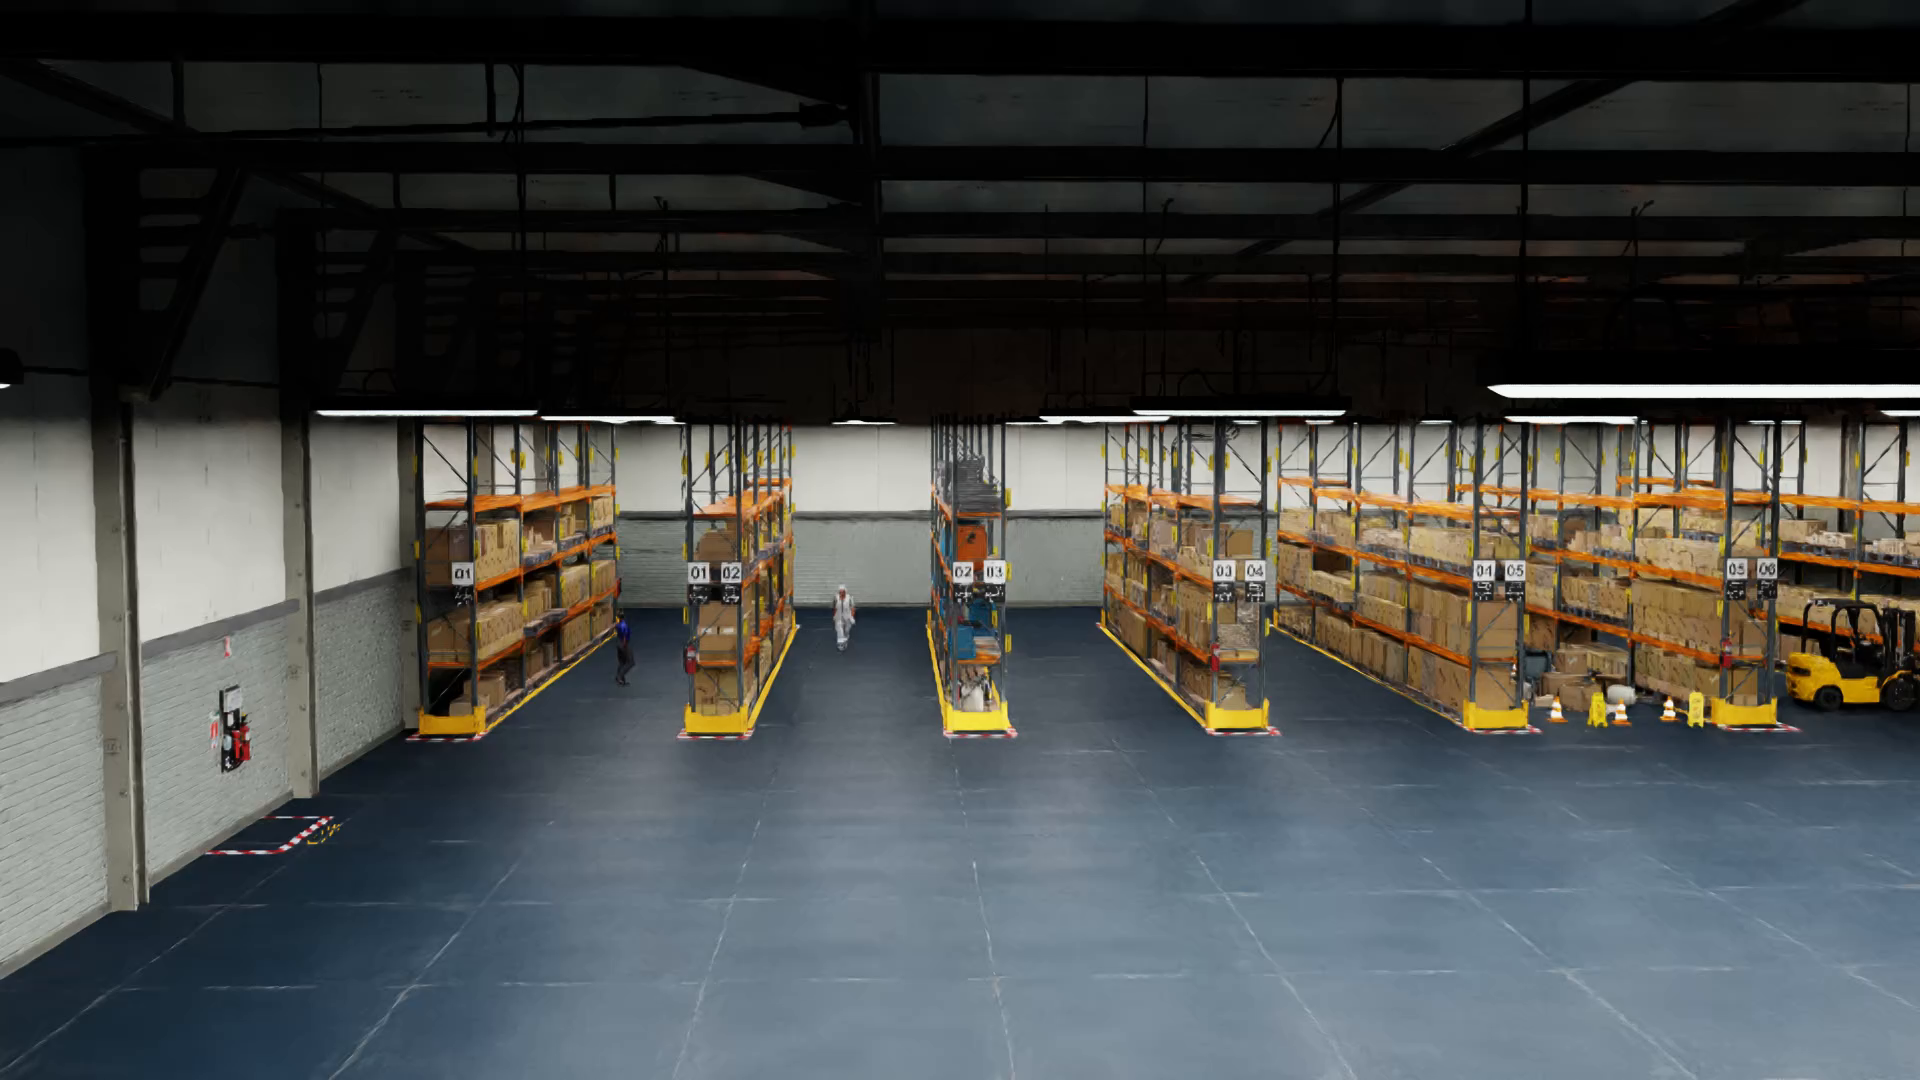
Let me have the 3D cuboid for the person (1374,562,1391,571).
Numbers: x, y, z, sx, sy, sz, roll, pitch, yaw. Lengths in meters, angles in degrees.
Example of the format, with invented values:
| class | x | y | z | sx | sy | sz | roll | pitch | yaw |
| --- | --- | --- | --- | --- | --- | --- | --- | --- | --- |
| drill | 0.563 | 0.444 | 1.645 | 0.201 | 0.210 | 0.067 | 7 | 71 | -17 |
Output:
| class | x | y | z | sx | sy | sz | roll | pitch | yaw |
| --- | --- | --- | --- | --- | --- | --- | --- | --- | --- |
| person | 13.214 | 1.317 | 51.894 | 0.619 | 1.765 | 0.623 | 3 | 5 | 33 |

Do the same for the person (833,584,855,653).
| class | x | y | z | sx | sy | sz | roll | pitch | yaw |
| --- | --- | --- | --- | --- | --- | --- | --- | --- | --- |
| person | -2.955 | 1.978 | 42.279 | 0.564 | 1.736 | 1.044 | 0 | 4 | -4 |

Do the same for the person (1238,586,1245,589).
| class | x | y | z | sx | sy | sz | roll | pitch | yaw |
| --- | --- | --- | --- | --- | --- | --- | --- | --- | --- |
| person | 8.096 | 1.649 | 48.667 | 0.566 | 1.541 | 0.519 | 0 | 4 | -4 |

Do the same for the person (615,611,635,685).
| class | x | y | z | sx | sy | sz | roll | pitch | yaw |
| --- | --- | --- | --- | --- | --- | --- | --- | --- | --- |
| person | -7.477 | 2.391 | 36.819 | 0.415 | 1.656 | 0.495 | -2 | 5 | -31 |
